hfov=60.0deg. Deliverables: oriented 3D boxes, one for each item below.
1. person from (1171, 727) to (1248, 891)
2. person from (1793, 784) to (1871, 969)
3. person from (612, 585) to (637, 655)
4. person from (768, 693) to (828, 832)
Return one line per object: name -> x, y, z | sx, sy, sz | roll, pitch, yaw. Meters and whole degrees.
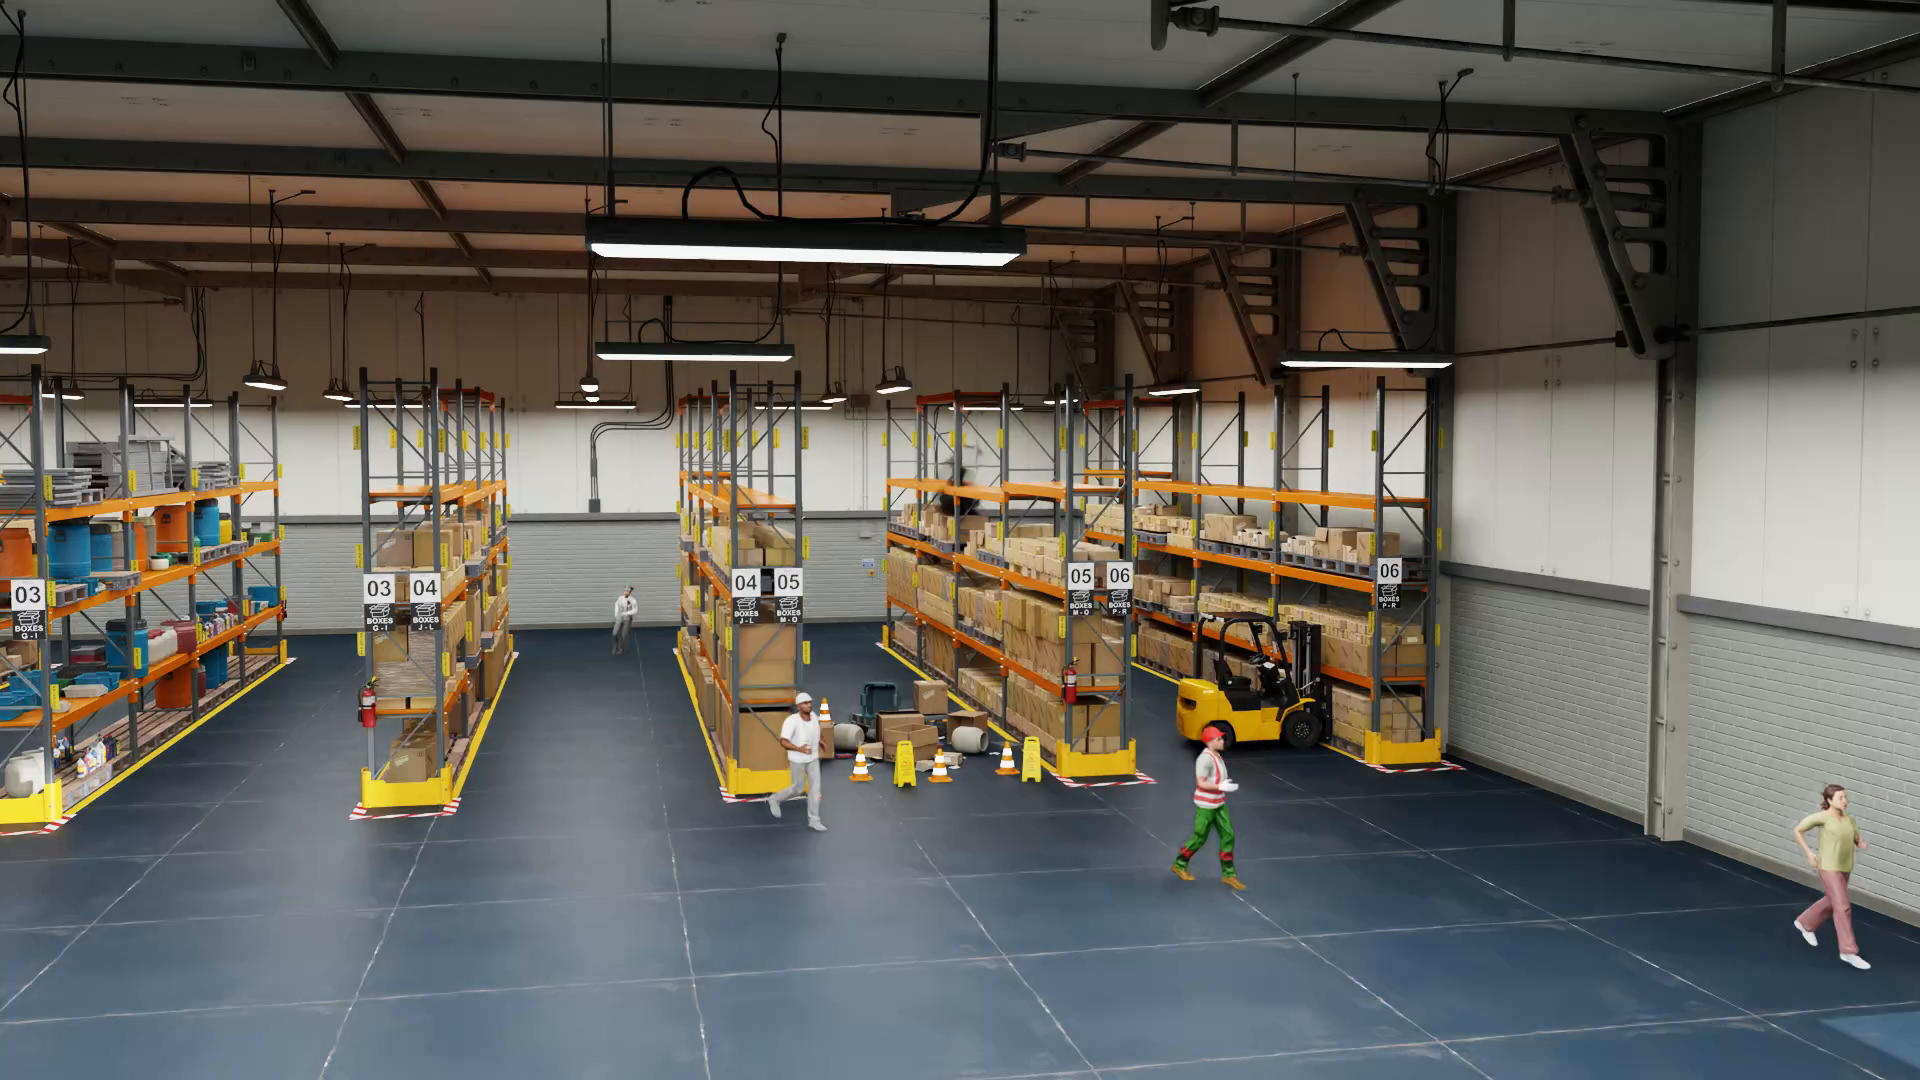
person -> 2.775, 2.989, 18.601 | 0.870, 1.816, 0.636 | 2, 4, 33
person -> 8.421, 3.191, 16.019 | 0.578, 1.641, 0.948 | -1, 4, -20
person -> -7.821, 1.867, 38.817 | 0.640, 1.656, 0.613 | 0, 3, 7
person -> -2.055, 2.848, 21.539 | 0.927, 1.766, 0.709 | 3, 5, 43
